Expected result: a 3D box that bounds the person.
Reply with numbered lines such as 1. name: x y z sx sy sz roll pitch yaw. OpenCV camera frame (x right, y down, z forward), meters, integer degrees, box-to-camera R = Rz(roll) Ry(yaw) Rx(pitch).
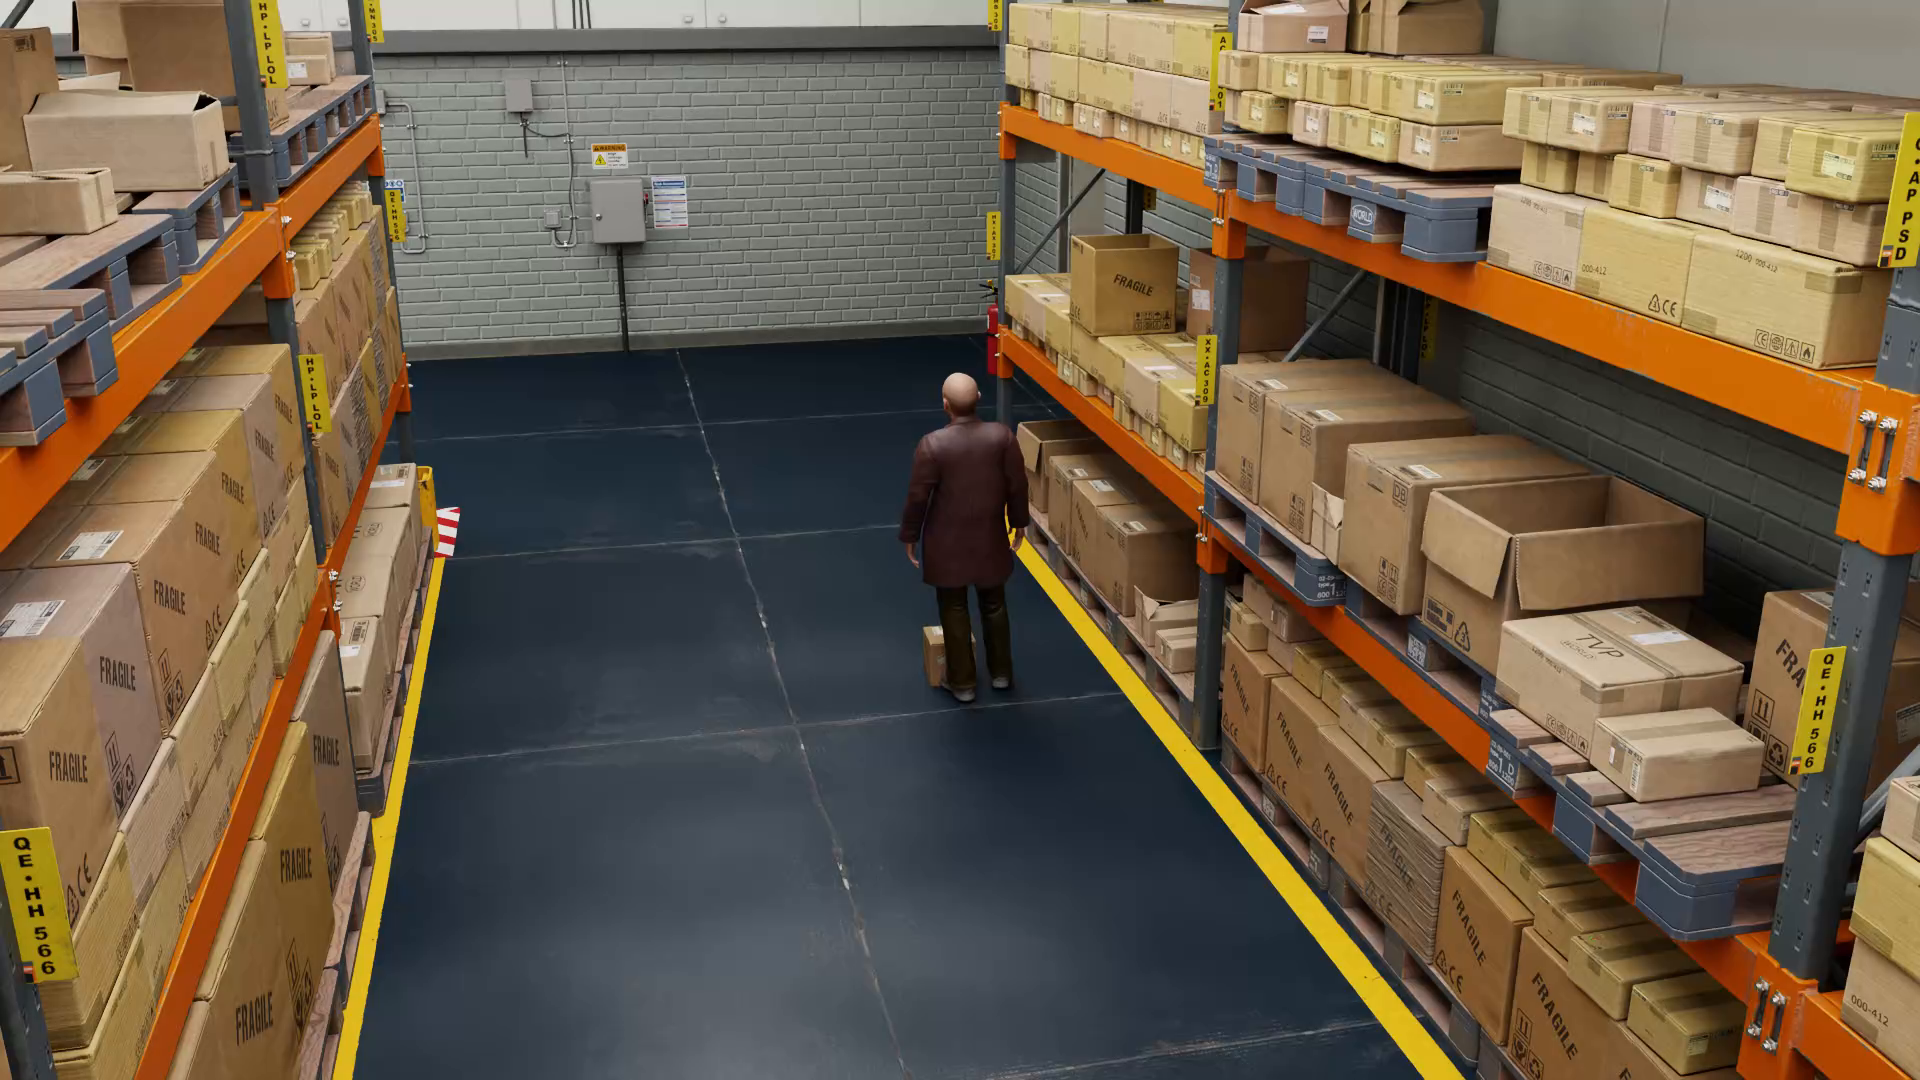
1. person: 0.008 -0.039 8.674 0.698 1.776 0.581 -4 20 -12
